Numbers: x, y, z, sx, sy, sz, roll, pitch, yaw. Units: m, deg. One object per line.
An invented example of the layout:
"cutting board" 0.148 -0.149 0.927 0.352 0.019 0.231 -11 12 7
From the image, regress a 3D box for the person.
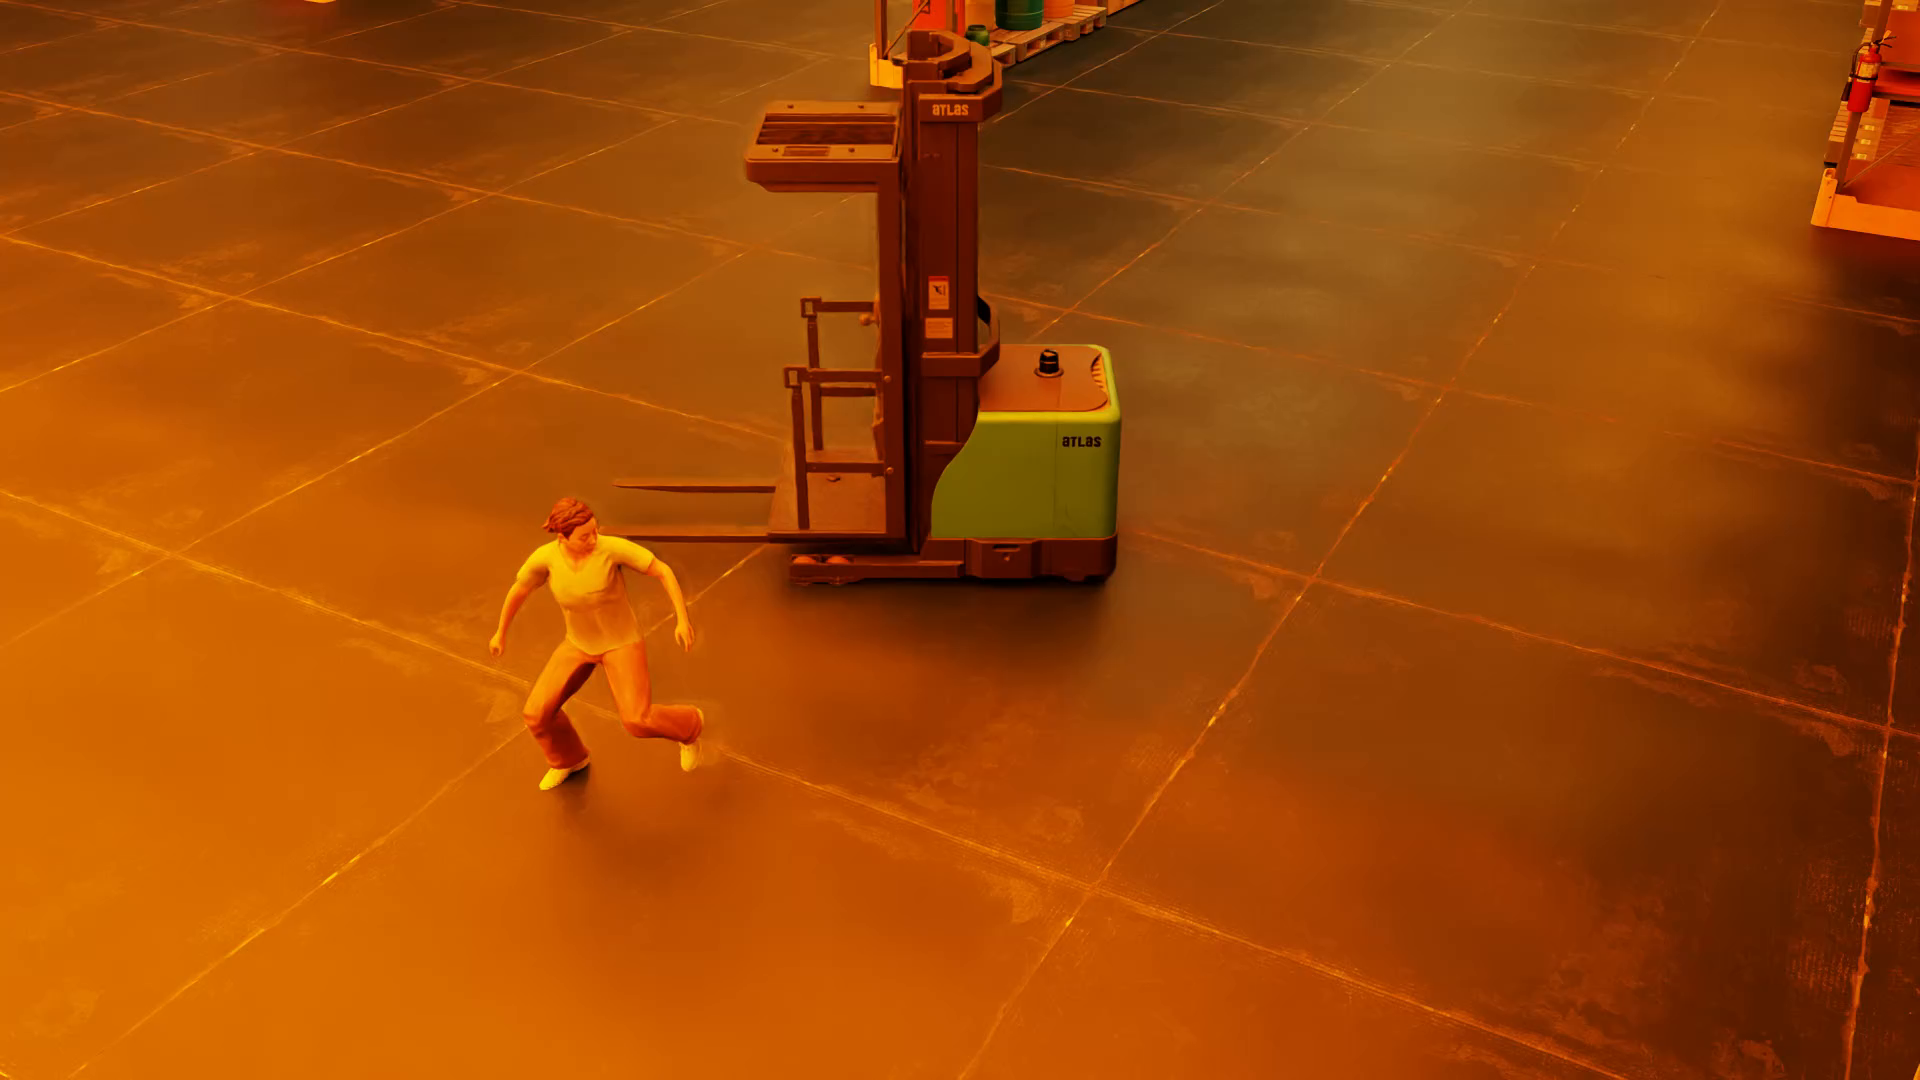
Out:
"person" -1.704 0.485 7.672 0.972 1.558 0.502 6 31 10

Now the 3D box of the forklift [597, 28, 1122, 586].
"forklift" -0.613 -1.270 9.272 3.031 2.935 1.130 0 30 0
